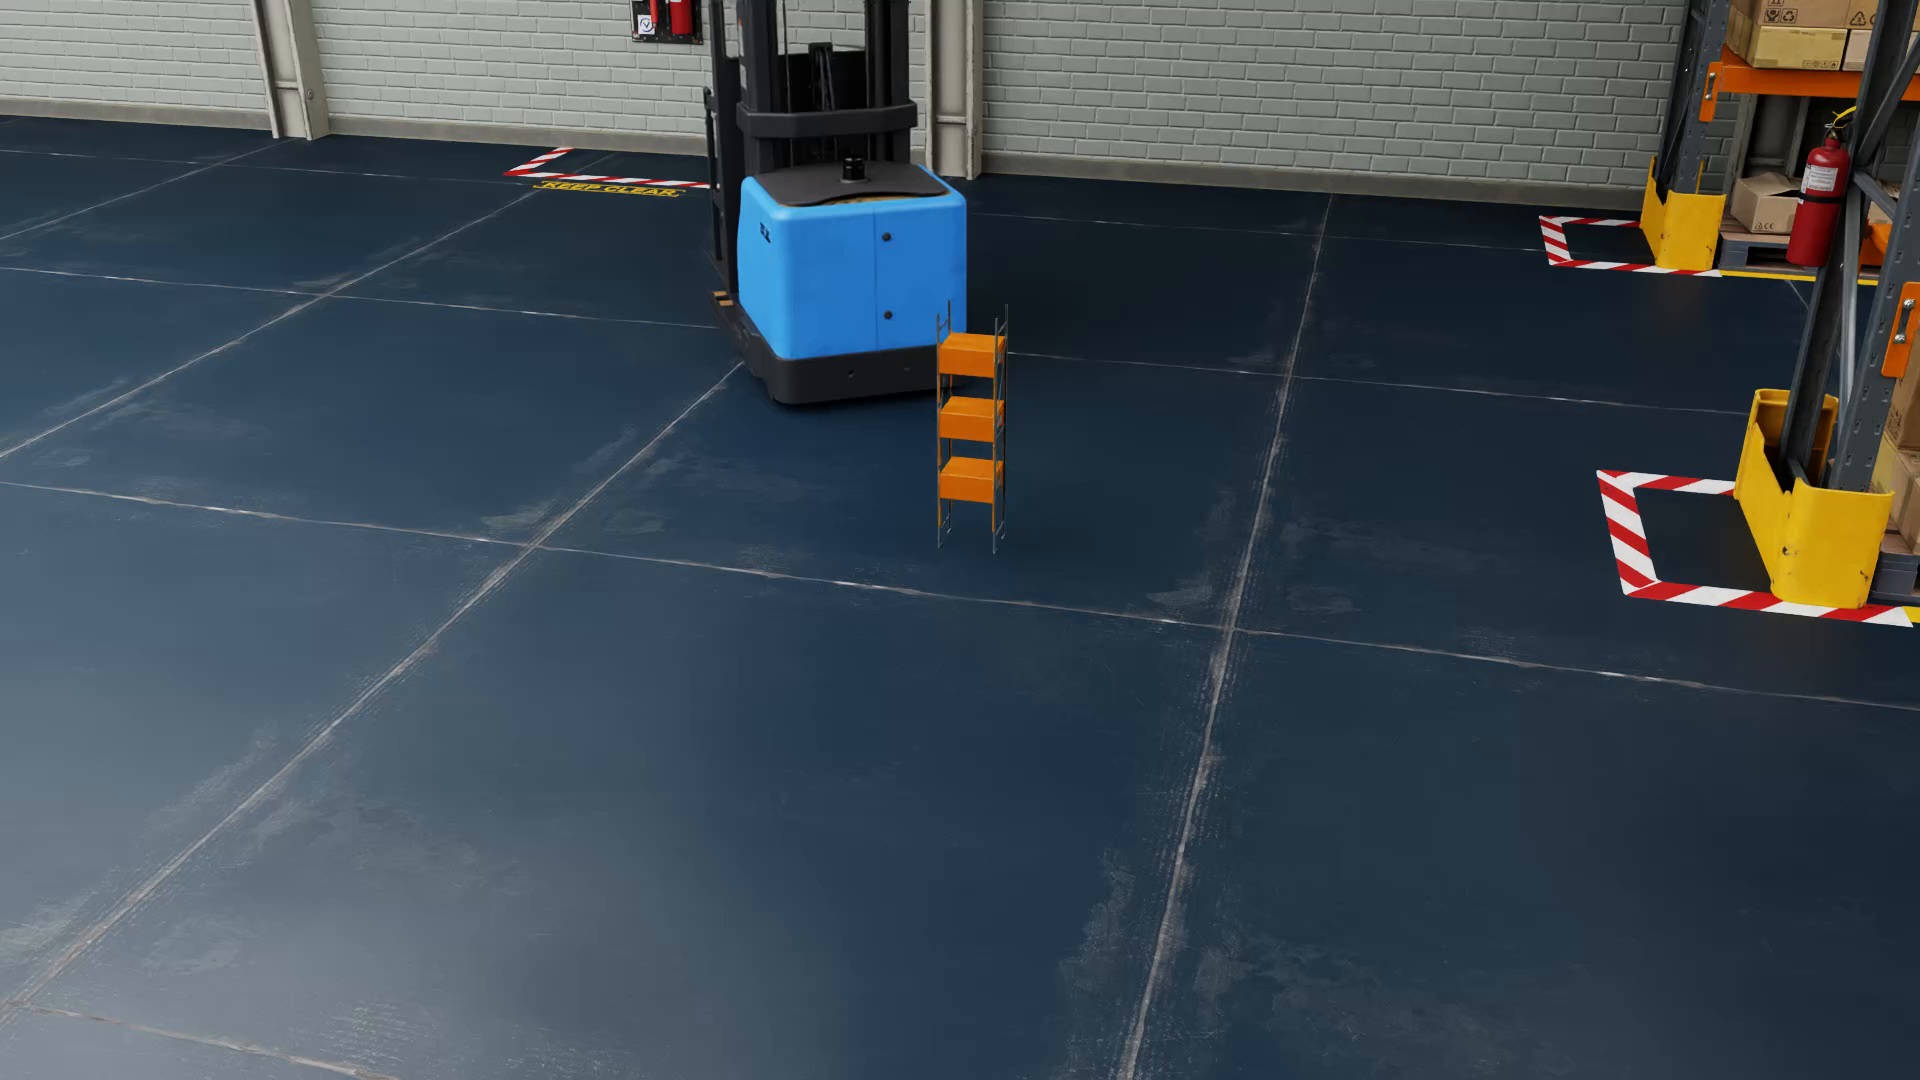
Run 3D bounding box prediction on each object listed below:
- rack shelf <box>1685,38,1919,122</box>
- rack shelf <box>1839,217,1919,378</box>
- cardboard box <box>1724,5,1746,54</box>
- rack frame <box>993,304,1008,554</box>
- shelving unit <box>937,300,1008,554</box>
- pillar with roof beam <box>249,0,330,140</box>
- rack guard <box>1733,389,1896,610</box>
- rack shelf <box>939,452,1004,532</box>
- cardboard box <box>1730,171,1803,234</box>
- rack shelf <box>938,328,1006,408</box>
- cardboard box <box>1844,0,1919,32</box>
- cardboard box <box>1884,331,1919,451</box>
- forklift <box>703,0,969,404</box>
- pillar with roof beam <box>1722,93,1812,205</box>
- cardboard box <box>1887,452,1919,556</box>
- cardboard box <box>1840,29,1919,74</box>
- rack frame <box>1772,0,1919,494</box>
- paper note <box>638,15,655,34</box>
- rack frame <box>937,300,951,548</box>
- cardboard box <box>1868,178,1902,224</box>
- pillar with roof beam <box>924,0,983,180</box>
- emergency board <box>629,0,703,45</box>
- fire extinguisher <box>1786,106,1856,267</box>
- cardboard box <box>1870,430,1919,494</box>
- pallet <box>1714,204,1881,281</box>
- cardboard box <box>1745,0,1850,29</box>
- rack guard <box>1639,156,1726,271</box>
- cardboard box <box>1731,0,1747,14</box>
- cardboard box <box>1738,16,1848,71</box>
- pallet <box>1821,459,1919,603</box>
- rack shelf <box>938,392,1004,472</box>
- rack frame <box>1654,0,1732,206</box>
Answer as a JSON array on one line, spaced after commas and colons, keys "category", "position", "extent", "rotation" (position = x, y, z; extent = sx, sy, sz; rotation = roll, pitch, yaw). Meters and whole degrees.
[{"category": "rack shelf", "position": [6.805, -2.852, 10.588], "extent": [4.000, 0.370, 1.077], "rotation": [6, 26, 13]}, {"category": "rack shelf", "position": [5.575, -0.790, 6.256], "extent": [4.000, 0.370, 1.077], "rotation": [6, 26, 13]}, {"category": "cardboard box", "position": [5.369, -3.363, 10.976], "extent": [0.500, 0.250, 0.500], "rotation": [7, 26, 14]}, {"category": "rack frame", "position": [0.170, -0.455, 6.985], "extent": [0.008, 1.050, 0.200], "rotation": [6, 26, 13]}, {"category": "shelving unit", "position": [0.052, -0.468, 7.012], "extent": [0.252, 1.050, 0.215], "rotation": [6, 26, 13]}, {"category": "pillar with roof beam", "position": [-6.933, -5.878, 9.127], "extent": [0.400, 9.000, 9.100], "rotation": [6, 26, 13]}, {"category": "rack guard", "position": [3.615, -0.202, 7.094], "extent": [0.348, 0.500, 1.175], "rotation": [6, 26, 13]}, {"category": "rack shelf", "position": [0.052, -0.208, 7.136], "extent": [0.240, 0.259, 0.215], "rotation": [6, 26, 13]}, {"category": "cardboard box", "position": [5.516, -2.264, 11.133], "extent": [0.500, 0.311, 0.500], "rotation": [3, 26, 7]}, {"category": "rack shelf", "position": [0.052, -0.715, 6.895], "extent": [0.240, 0.259, 0.215], "rotation": [6, 26, 13]}, {"category": "cardboard box", "position": [5.732, -3.438, 10.260], "extent": [0.500, 0.500, 0.500], "rotation": [6, 26, 13]}, {"category": "cardboard box", "position": [4.231, -0.682, 7.030], "extent": [0.500, 0.500, 0.500], "rotation": [6, 26, 13]}, {"category": "forklift", "position": [-0.892, -2.632, 9.369], "extent": [1.130, 2.935, 3.031], "rotation": [-8, 27, -16]}, {"category": "pillar with roof beam", "position": [4.689, -4.593, 6.429], "extent": [0.400, 9.000, 9.100], "rotation": [6, 26, 13]}, {"category": "cardboard box", "position": [4.102, -0.127, 6.737], "extent": [0.500, 0.250, 0.500], "rotation": [6, 26, 13]}, {"category": "cardboard box", "position": [5.768, -3.098, 10.420], "extent": [0.500, 0.250, 0.500], "rotation": [5, 26, 11]}, {"category": "rack frame", "position": [3.638, -1.329, 6.551], "extent": [0.127, 3.000, 1.000], "rotation": [6, 26, 13]}, {"category": "paper note", "position": [-2.588, -4.249, 13.710], "extent": [0.142, 0.148, 0.016], "rotation": [6, 26, 13]}, {"category": "rack frame", "position": [-0.066, -0.481, 7.040], "extent": [0.008, 1.050, 0.200], "rotation": [6, 26, 13]}, {"category": "cardboard box", "position": [6.068, -2.203, 11.005], "extent": [0.500, 0.311, 0.500], "rotation": [9, 27, 17]}, {"category": "pillar with roof beam", "position": [-1.122, -5.235, 7.778], "extent": [0.400, 9.000, 9.100], "rotation": [6, 26, 13]}, {"category": "emergency board", "position": [-2.433, -4.599, 13.421], "extent": [0.643, 1.169, 0.194], "rotation": [6, 26, 13]}, {"category": "fire extinguisher", "position": [3.639, -1.500, 7.000], "extent": [0.183, 0.674, 0.296], "rotation": [6, 26, 13]}, {"category": "cardboard box", "position": [4.231, -0.342, 7.190], "extent": [0.500, 0.250, 0.500], "rotation": [6, 26, 13]}, {"category": "pallet", "position": [5.720, -2.022, 11.252], "extent": [1.213, 0.211, 1.003], "rotation": [6, 26, 13]}, {"category": "cardboard box", "position": [5.255, -3.495, 10.380], "extent": [0.500, 0.500, 0.500], "rotation": [6, 26, 13]}, {"category": "rack guard", "position": [4.942, -2.254, 11.404], "extent": [0.348, 0.500, 1.175], "rotation": [6, 26, 13]}, {"category": "cardboard box", "position": [5.377, -3.709, 10.830], "extent": [0.500, 0.500, 0.500], "rotation": [6, 26, 12]}, {"category": "cardboard box", "position": [5.261, -3.148, 10.524], "extent": [0.500, 0.250, 0.500], "rotation": [6, 26, 11]}, {"category": "pallet", "position": [4.389, -0.005, 7.015], "extent": [1.213, 0.211, 1.003], "rotation": [6, 26, 13]}, {"category": "rack shelf", "position": [0.052, -0.459, 7.017], "extent": [0.240, 0.259, 0.215], "rotation": [6, 26, 13]}, {"category": "rack frame", "position": [4.868, -3.391, 10.884], "extent": [0.127, 3.000, 1.000], "rotation": [6, 26, 13]}]
